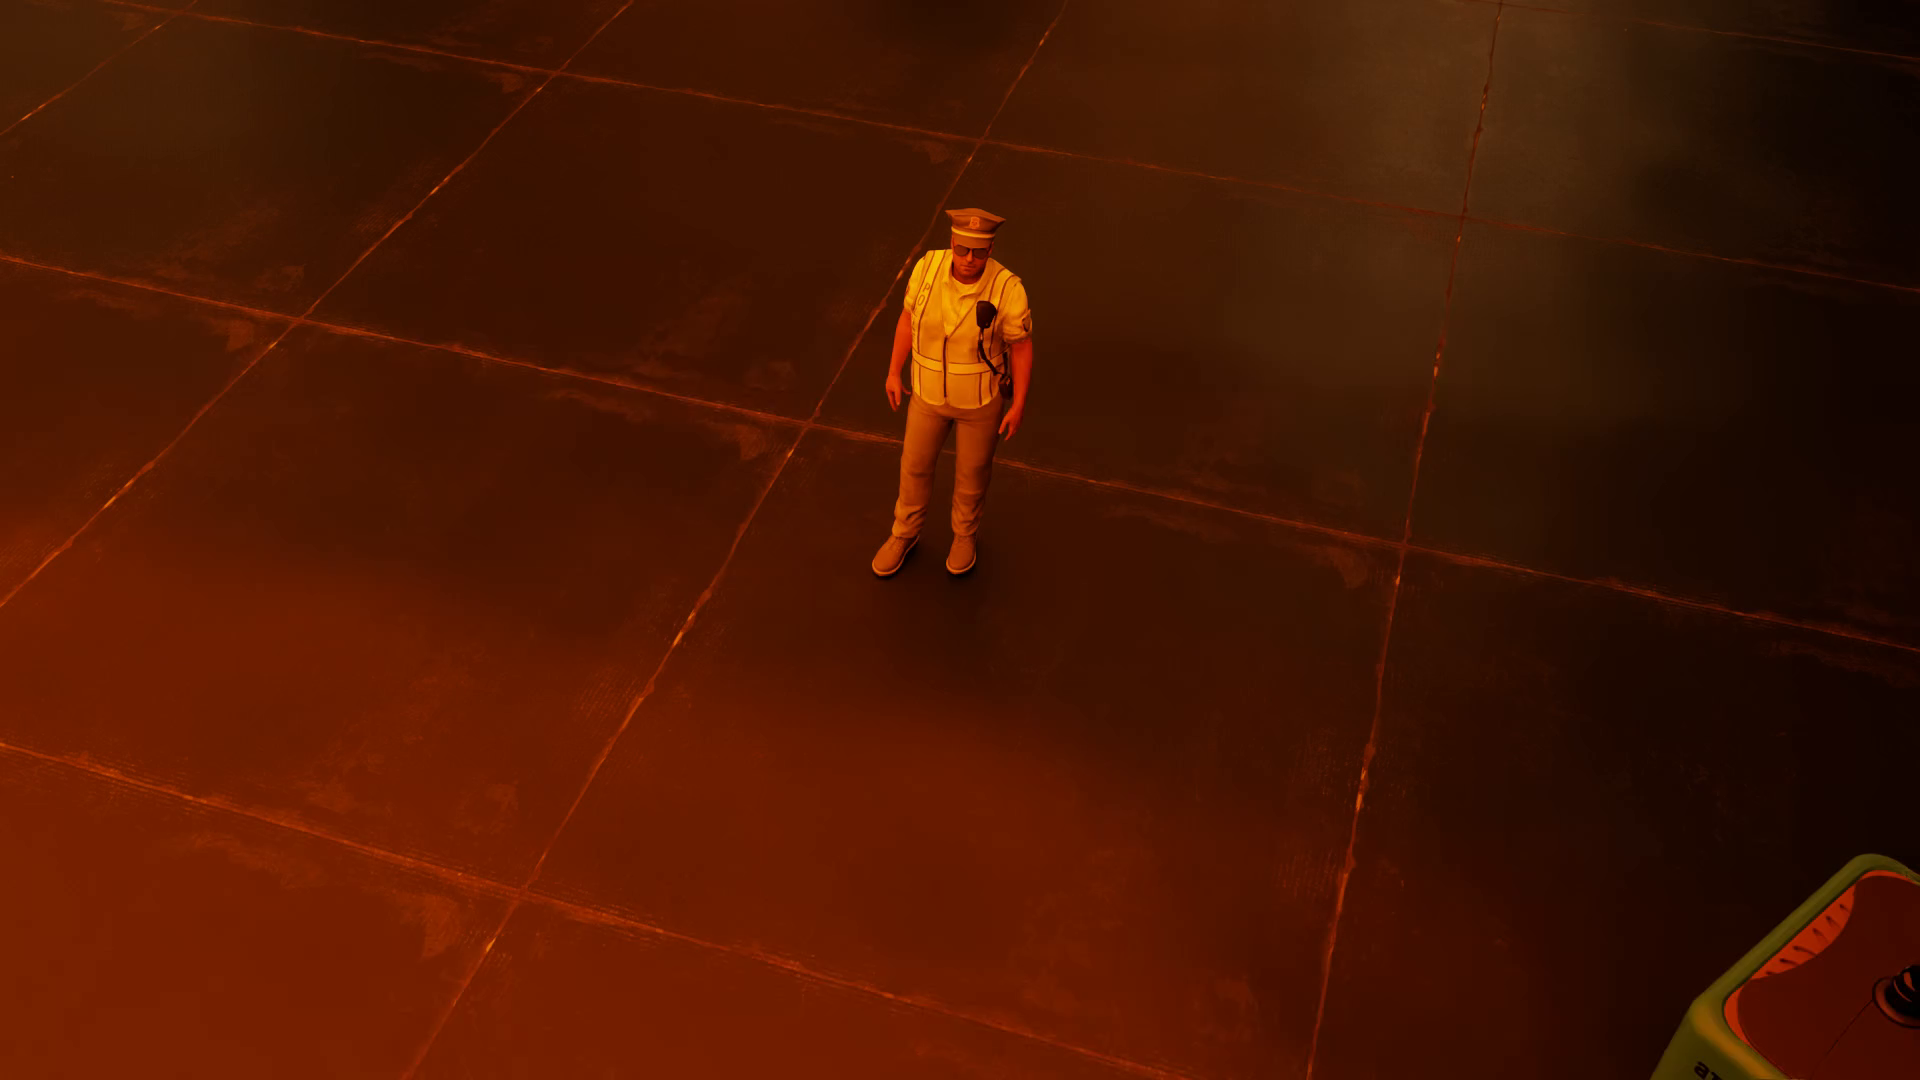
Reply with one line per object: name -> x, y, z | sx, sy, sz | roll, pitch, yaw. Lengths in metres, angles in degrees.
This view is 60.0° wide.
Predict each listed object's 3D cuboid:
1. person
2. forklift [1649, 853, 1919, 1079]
person -> -0.035, -0.610, 7.178 | 0.640, 1.781, 0.575 | 12, 44, 13
forklift -> 3.395, 1.672, 3.891 | 1.130, 2.935, 3.031 | -27, 49, -26
